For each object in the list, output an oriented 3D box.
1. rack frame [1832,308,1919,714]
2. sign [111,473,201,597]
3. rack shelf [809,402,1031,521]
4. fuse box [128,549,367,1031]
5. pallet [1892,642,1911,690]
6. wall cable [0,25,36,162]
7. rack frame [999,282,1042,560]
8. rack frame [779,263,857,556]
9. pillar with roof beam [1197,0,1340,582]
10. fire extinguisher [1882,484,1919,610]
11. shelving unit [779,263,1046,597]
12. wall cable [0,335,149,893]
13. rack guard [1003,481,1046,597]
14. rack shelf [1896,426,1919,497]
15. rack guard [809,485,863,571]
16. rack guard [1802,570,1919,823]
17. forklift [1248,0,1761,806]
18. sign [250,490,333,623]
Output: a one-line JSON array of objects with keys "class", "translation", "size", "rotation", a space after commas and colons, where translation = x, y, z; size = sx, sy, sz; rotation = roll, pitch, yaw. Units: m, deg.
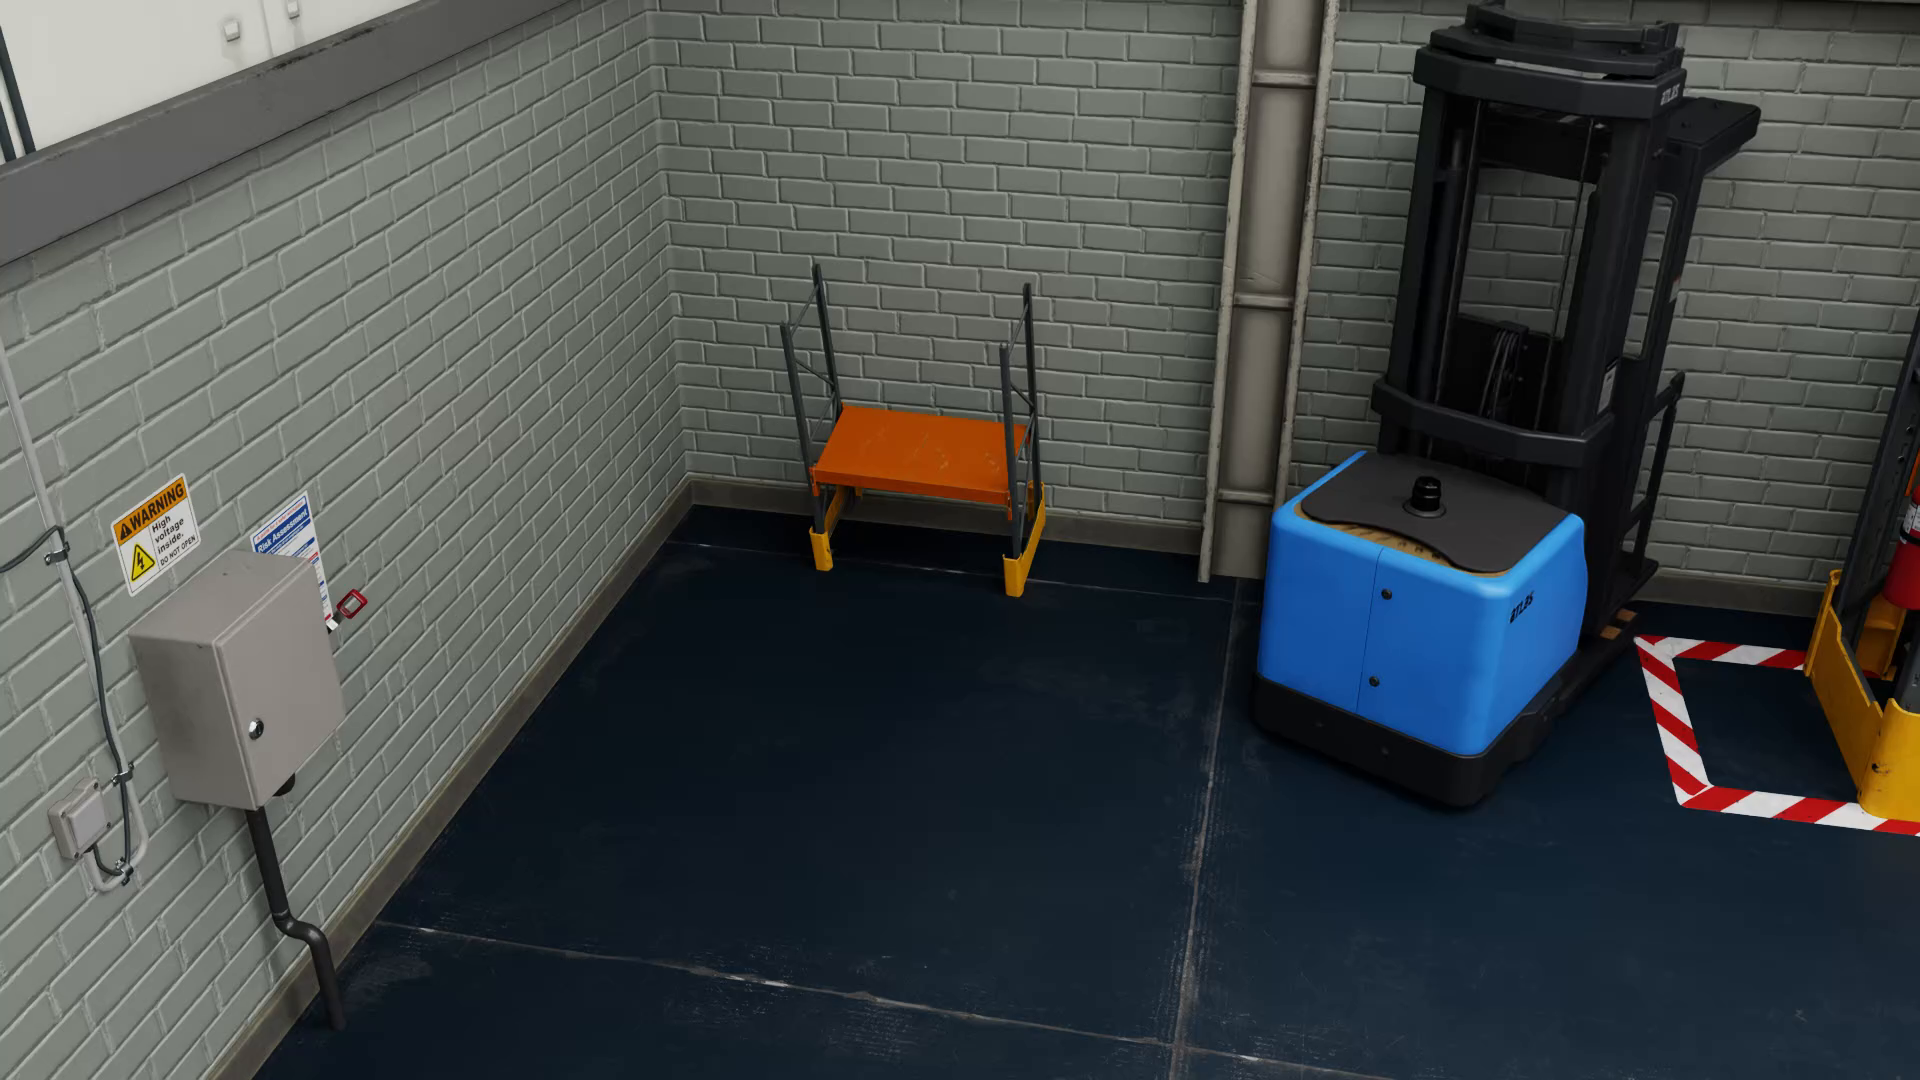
[{"class": "rack frame", "translation": [3.869, -0.466, 6.478], "size": [0.127, 3.000, 1.000], "rotation": [6, 29, 11]}, {"class": "sign", "translation": [-2.316, -0.018, 4.799], "size": [0.001, 0.242, 0.339], "rotation": [6, 29, 11]}, {"class": "rack shelf", "translation": [-0.177, -0.393, 8.159], "size": [1.000, 0.185, 0.538], "rotation": [7, 45, 13]}, {"class": "fuse box", "translation": [-2.102, 0.904, 5.317], "size": [0.414, 1.711, 0.539], "rotation": [6, 29, 11]}, {"class": "pallet", "translation": [4.723, 0.844, 6.988], "size": [1.213, 0.211, 1.003], "rotation": [6, 29, 11]}, {"class": "wall cable", "translation": [-2.008, -2.878, 4.597], "size": [0.133, 3.039, 2.988], "rotation": [6, 29, 11]}, {"class": "rack frame", "translation": [0.300, -0.460, 7.918], "size": [0.032, 1.500, 0.500], "rotation": [7, 45, 13]}, {"class": "rack frame", "translation": [-0.681, -0.587, 8.154], "size": [0.032, 1.500, 0.500], "rotation": [7, 45, 13]}, {"class": "pillar with roof beam", "translation": [0.521, -1.770, 2.611], "size": [0.400, 9.000, 9.100], "rotation": [6, 29, 11]}, {"class": "fire extinguisher", "translation": [3.628, -0.066, 6.216], "size": [0.183, 0.674, 0.296], "rotation": [6, 29, 11]}, {"class": "shelving unit", "translation": [-0.199, -0.525, 8.038], "size": [1.083, 1.500, 0.587], "rotation": [7, 45, 13]}, {"class": "wall cable", "translation": [-2.399, 0.198, 4.207], "size": [0.122, 1.984, 0.588], "rotation": [6, 29, 11]}, {"class": "rack guard", "translation": [0.326, -0.010, 8.351], "size": [0.087, 0.250, 0.587], "rotation": [7, 45, 13]}, {"class": "rack shelf", "translation": [5.825, 0.050, 6.284], "size": [4.000, 0.370, 1.077], "rotation": [6, 29, 11]}, {"class": "rack guard", "translation": [-0.635, -0.134, 8.582], "size": [0.087, 0.250, 0.587], "rotation": [7, 45, 13]}, {"class": "rack guard", "translation": [3.943, 0.638, 7.064], "size": [0.348, 0.500, 1.175], "rotation": [6, 29, 11]}, {"class": "forklift", "translation": [2.571, -0.858, 7.264], "size": [1.130, 2.935, 3.031], "rotation": [21, 35, 34]}, {"class": "sign", "translation": [-2.201, 0.128, 5.492], "size": [0.001, 0.494, 0.329], "rotation": [6, 29, 11]}]
